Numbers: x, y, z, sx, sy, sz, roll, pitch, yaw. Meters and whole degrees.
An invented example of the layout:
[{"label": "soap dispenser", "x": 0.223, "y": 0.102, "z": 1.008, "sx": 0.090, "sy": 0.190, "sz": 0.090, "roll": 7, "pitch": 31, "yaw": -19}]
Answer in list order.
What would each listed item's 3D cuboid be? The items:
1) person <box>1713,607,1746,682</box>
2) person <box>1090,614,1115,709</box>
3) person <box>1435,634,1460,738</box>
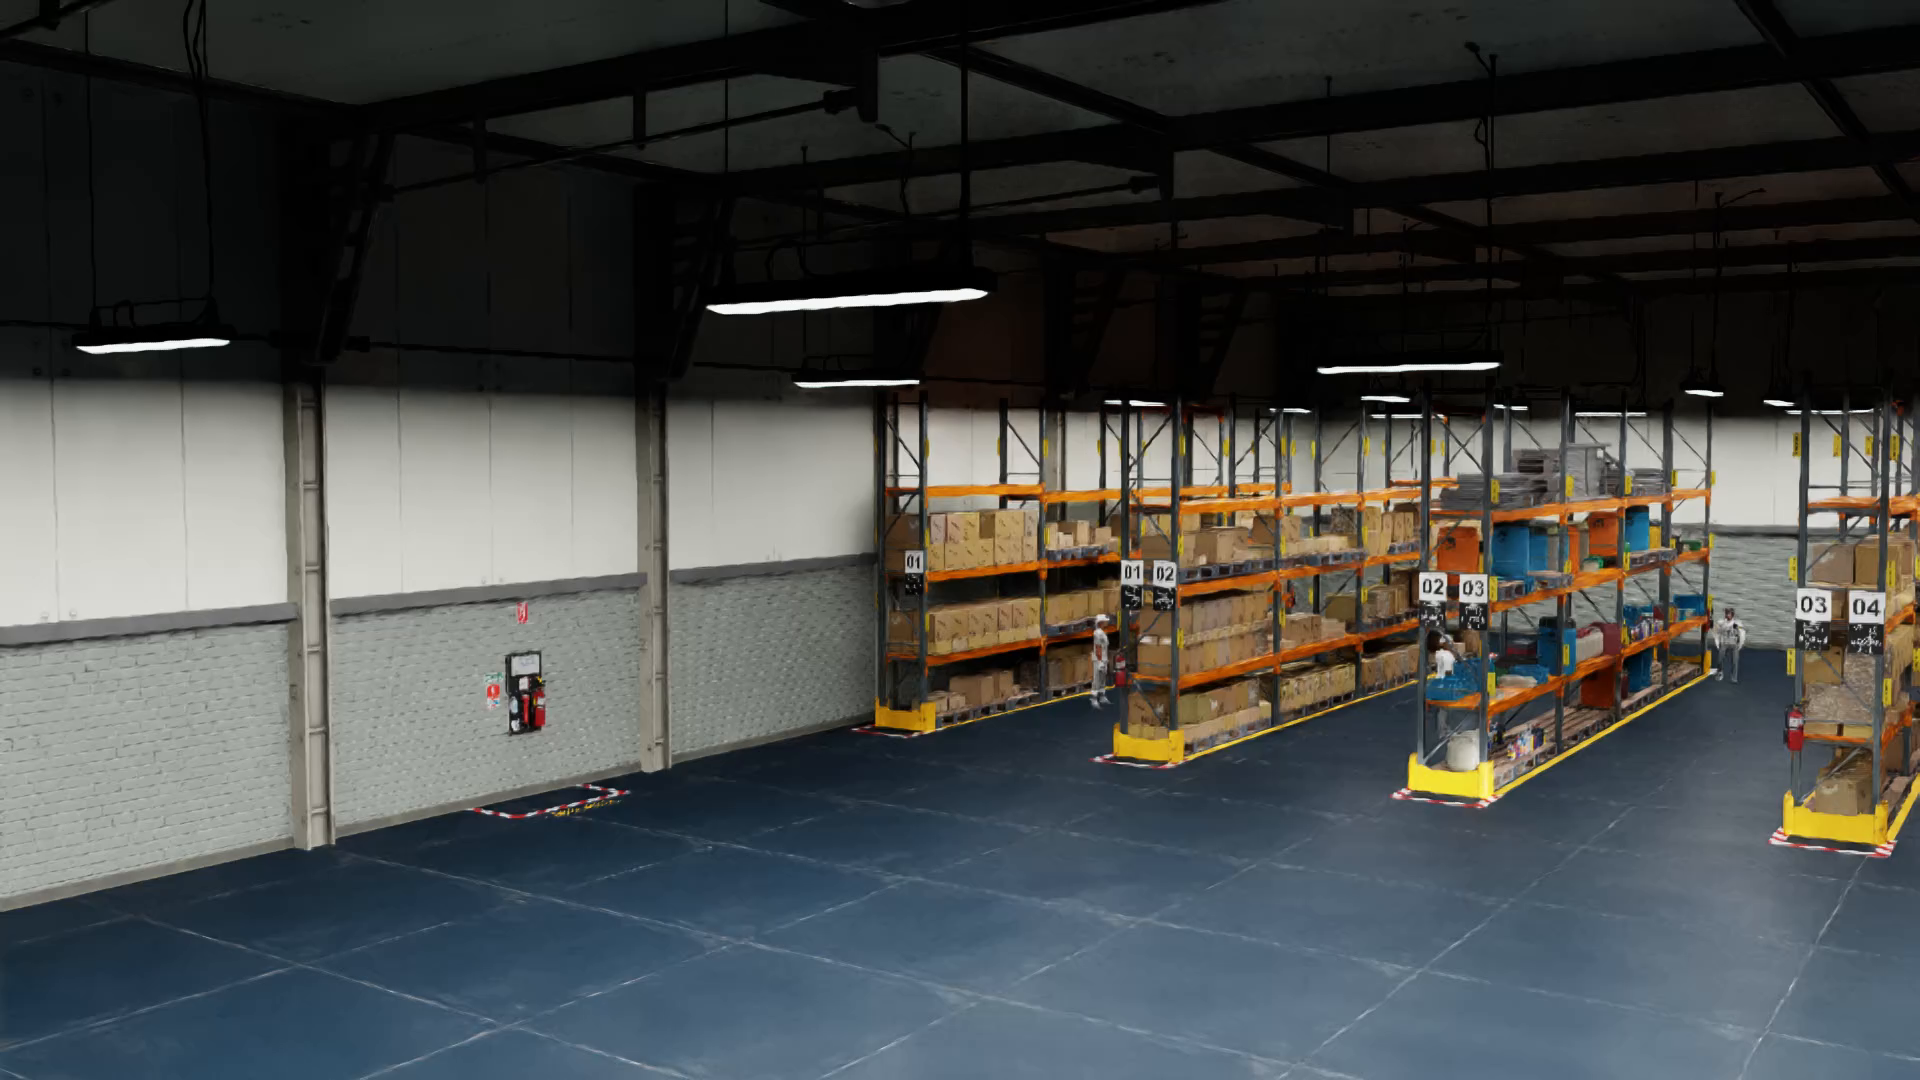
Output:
[{"label": "person", "x": 16.442, "y": 2.222, "z": 35.545, "sx": 0.639, "sy": 1.632, "sz": 0.512, "roll": 2, "pitch": 4, "yaw": 32}, {"label": "person", "x": 2.739, "y": 2.318, "z": 31.888, "sx": 0.468, "sy": 1.794, "sz": 0.625, "roll": 0, "pitch": 3, "yaw": 8}, {"label": "person", "x": 8.434, "y": 2.506, "z": 28.712, "sx": 0.446, "sy": 1.766, "sz": 0.628, "roll": 0, "pitch": 3, "yaw": 3}]
